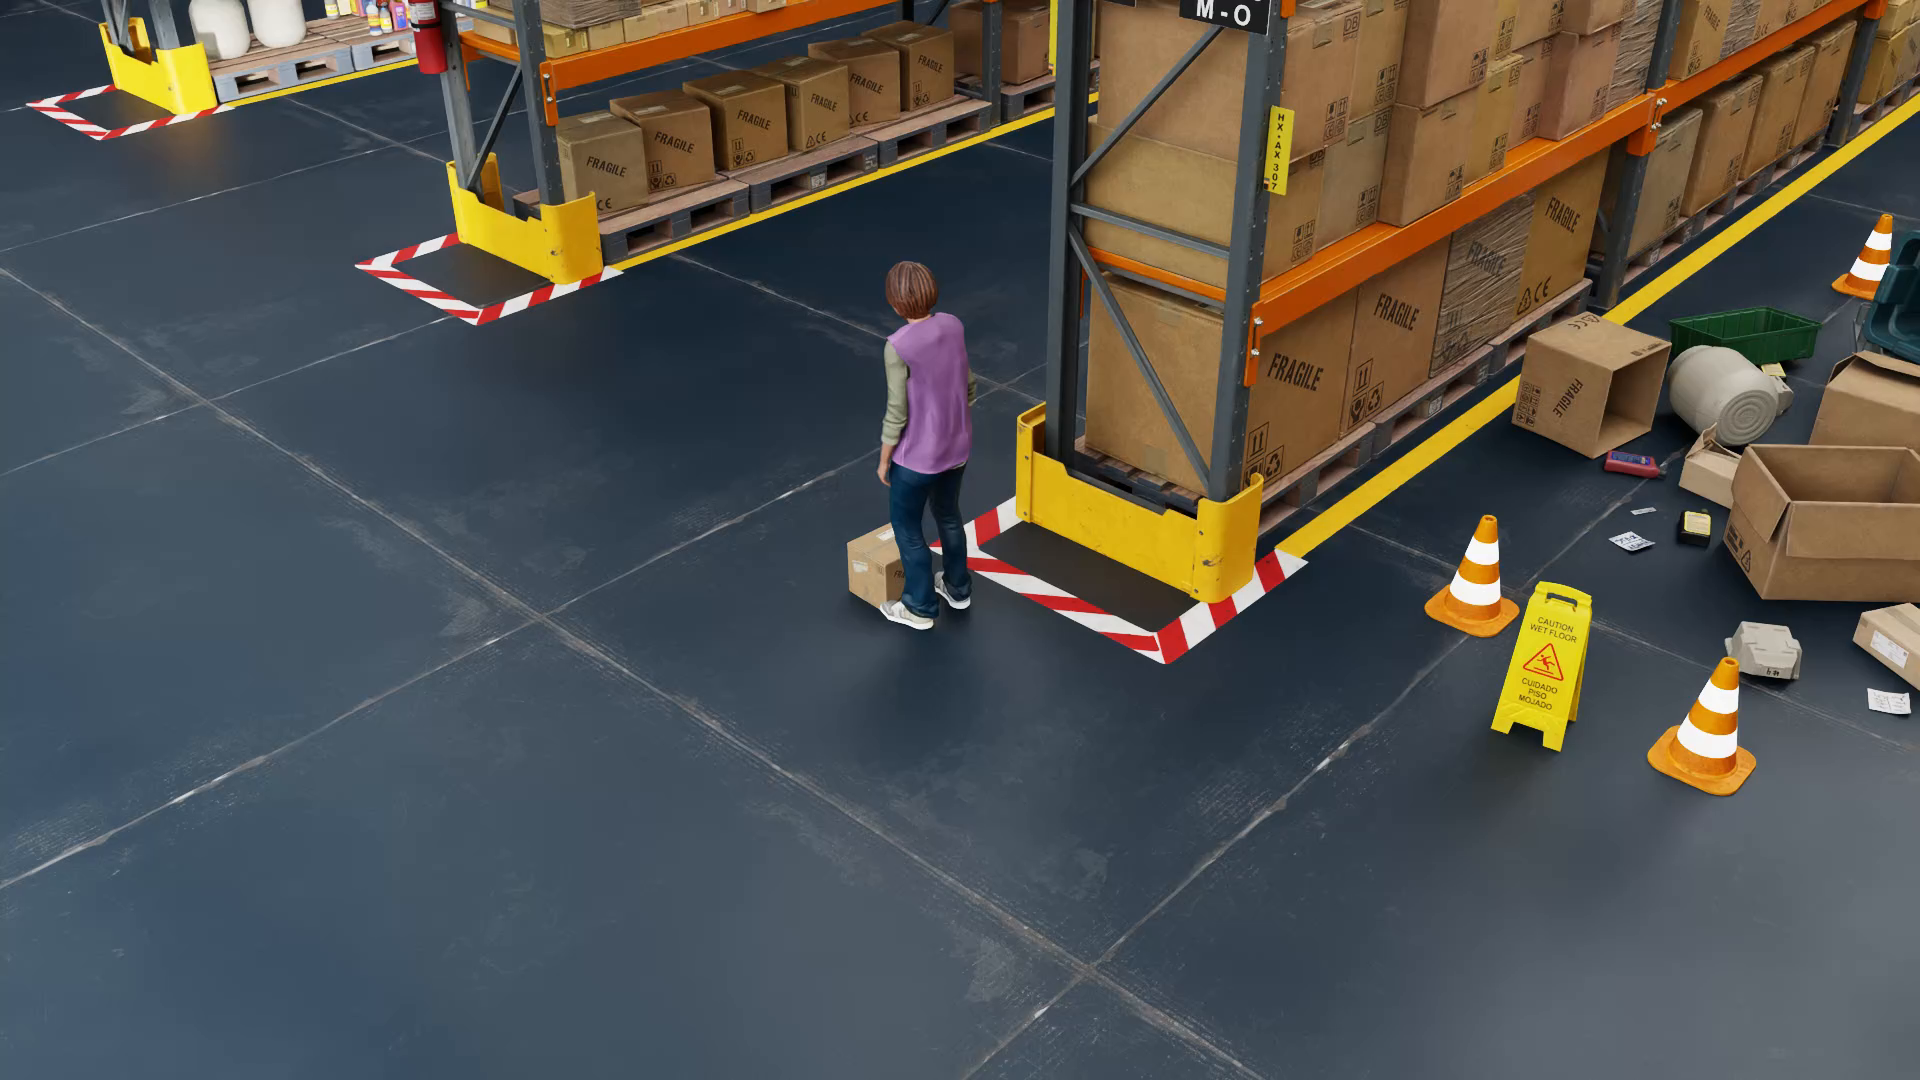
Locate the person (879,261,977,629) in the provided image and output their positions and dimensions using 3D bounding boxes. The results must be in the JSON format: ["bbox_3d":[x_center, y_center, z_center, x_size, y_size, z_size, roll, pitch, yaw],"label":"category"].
[{"bbox_3d":[-0.136,-0.360,6.728,0.459,1.591,0.347,-26,40,-35],"label":"person"}]
